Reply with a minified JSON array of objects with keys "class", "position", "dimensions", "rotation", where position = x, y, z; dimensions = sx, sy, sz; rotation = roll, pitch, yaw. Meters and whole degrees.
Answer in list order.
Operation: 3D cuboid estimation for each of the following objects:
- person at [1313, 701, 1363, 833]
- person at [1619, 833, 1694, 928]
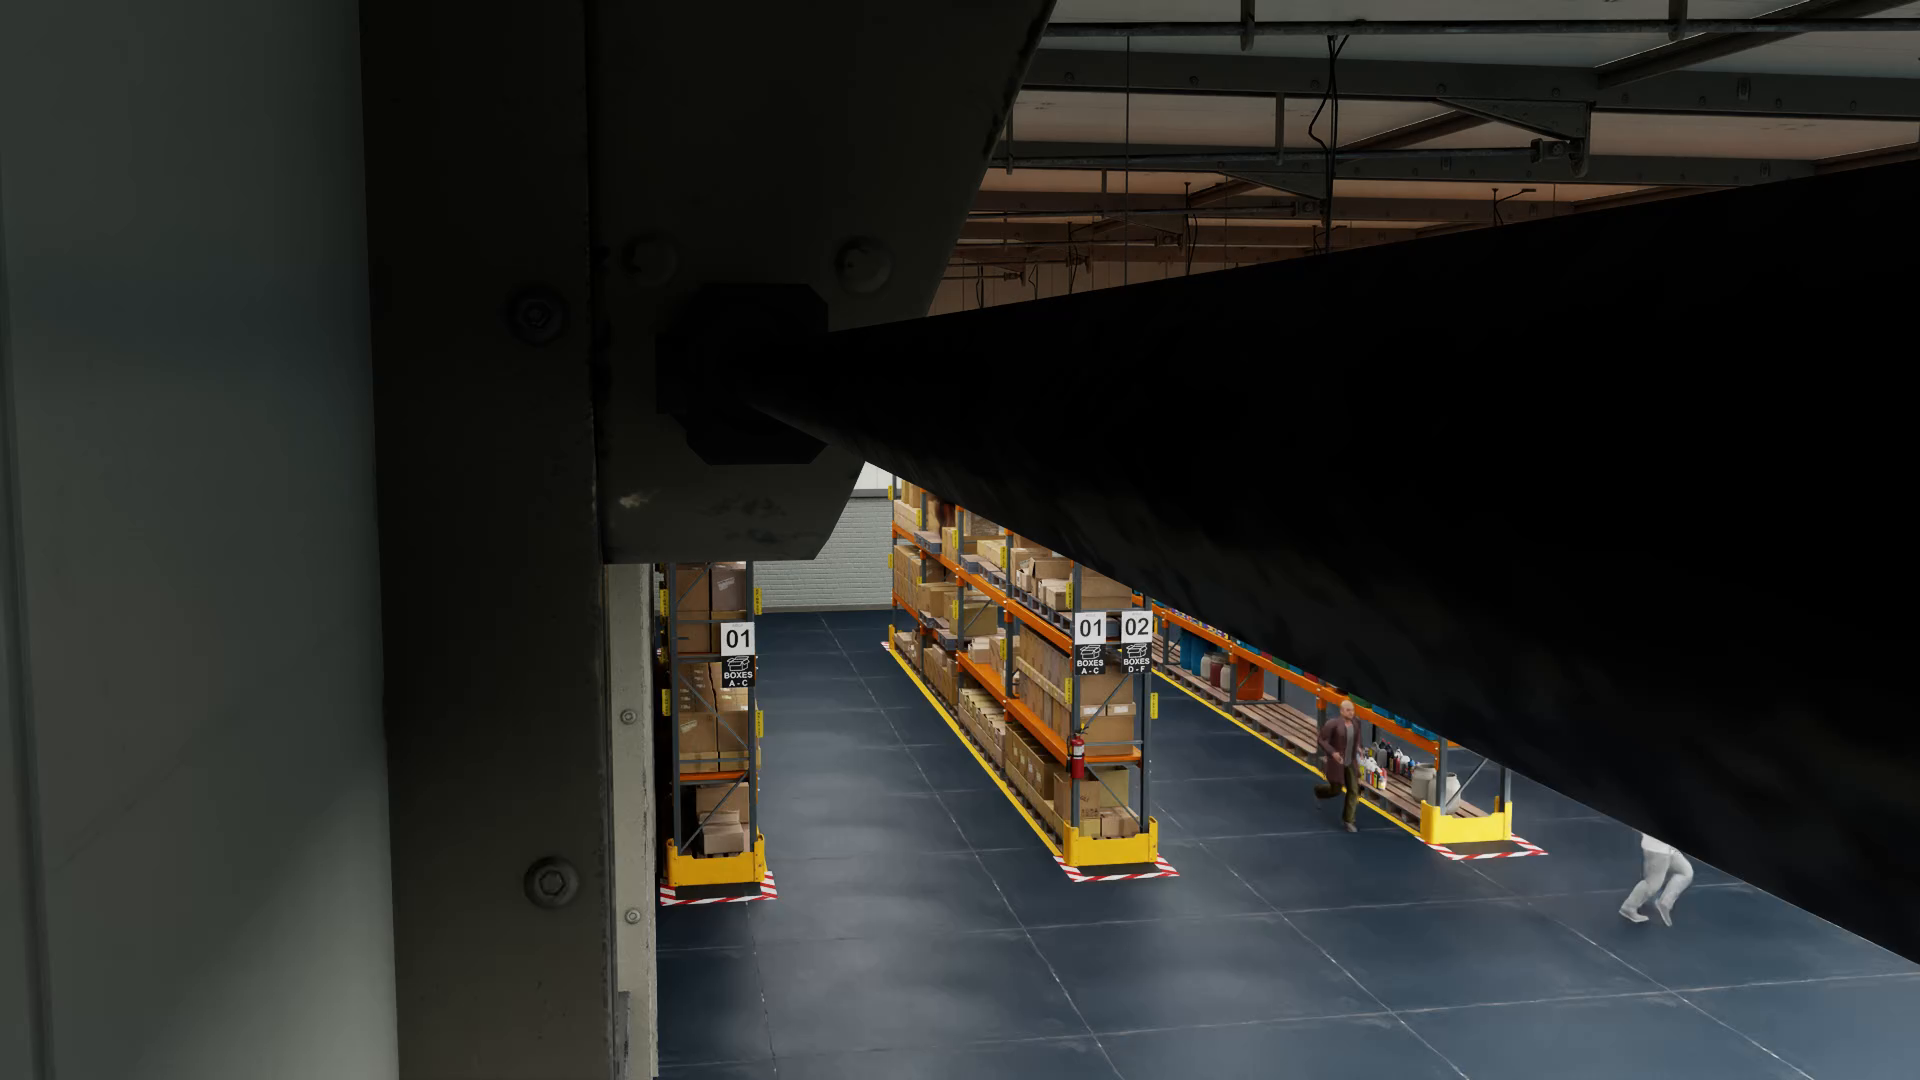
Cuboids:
[{"class":"person","position":[5.186,3.028,22.676],"dimensions":[0.736,1.751,1.017],"rotation":[-2,7,-21]},{"class":"person","position":[7.832,3.455,18.552],"dimensions":[0.834,1.780,0.693],"rotation":[2,7,22]}]
